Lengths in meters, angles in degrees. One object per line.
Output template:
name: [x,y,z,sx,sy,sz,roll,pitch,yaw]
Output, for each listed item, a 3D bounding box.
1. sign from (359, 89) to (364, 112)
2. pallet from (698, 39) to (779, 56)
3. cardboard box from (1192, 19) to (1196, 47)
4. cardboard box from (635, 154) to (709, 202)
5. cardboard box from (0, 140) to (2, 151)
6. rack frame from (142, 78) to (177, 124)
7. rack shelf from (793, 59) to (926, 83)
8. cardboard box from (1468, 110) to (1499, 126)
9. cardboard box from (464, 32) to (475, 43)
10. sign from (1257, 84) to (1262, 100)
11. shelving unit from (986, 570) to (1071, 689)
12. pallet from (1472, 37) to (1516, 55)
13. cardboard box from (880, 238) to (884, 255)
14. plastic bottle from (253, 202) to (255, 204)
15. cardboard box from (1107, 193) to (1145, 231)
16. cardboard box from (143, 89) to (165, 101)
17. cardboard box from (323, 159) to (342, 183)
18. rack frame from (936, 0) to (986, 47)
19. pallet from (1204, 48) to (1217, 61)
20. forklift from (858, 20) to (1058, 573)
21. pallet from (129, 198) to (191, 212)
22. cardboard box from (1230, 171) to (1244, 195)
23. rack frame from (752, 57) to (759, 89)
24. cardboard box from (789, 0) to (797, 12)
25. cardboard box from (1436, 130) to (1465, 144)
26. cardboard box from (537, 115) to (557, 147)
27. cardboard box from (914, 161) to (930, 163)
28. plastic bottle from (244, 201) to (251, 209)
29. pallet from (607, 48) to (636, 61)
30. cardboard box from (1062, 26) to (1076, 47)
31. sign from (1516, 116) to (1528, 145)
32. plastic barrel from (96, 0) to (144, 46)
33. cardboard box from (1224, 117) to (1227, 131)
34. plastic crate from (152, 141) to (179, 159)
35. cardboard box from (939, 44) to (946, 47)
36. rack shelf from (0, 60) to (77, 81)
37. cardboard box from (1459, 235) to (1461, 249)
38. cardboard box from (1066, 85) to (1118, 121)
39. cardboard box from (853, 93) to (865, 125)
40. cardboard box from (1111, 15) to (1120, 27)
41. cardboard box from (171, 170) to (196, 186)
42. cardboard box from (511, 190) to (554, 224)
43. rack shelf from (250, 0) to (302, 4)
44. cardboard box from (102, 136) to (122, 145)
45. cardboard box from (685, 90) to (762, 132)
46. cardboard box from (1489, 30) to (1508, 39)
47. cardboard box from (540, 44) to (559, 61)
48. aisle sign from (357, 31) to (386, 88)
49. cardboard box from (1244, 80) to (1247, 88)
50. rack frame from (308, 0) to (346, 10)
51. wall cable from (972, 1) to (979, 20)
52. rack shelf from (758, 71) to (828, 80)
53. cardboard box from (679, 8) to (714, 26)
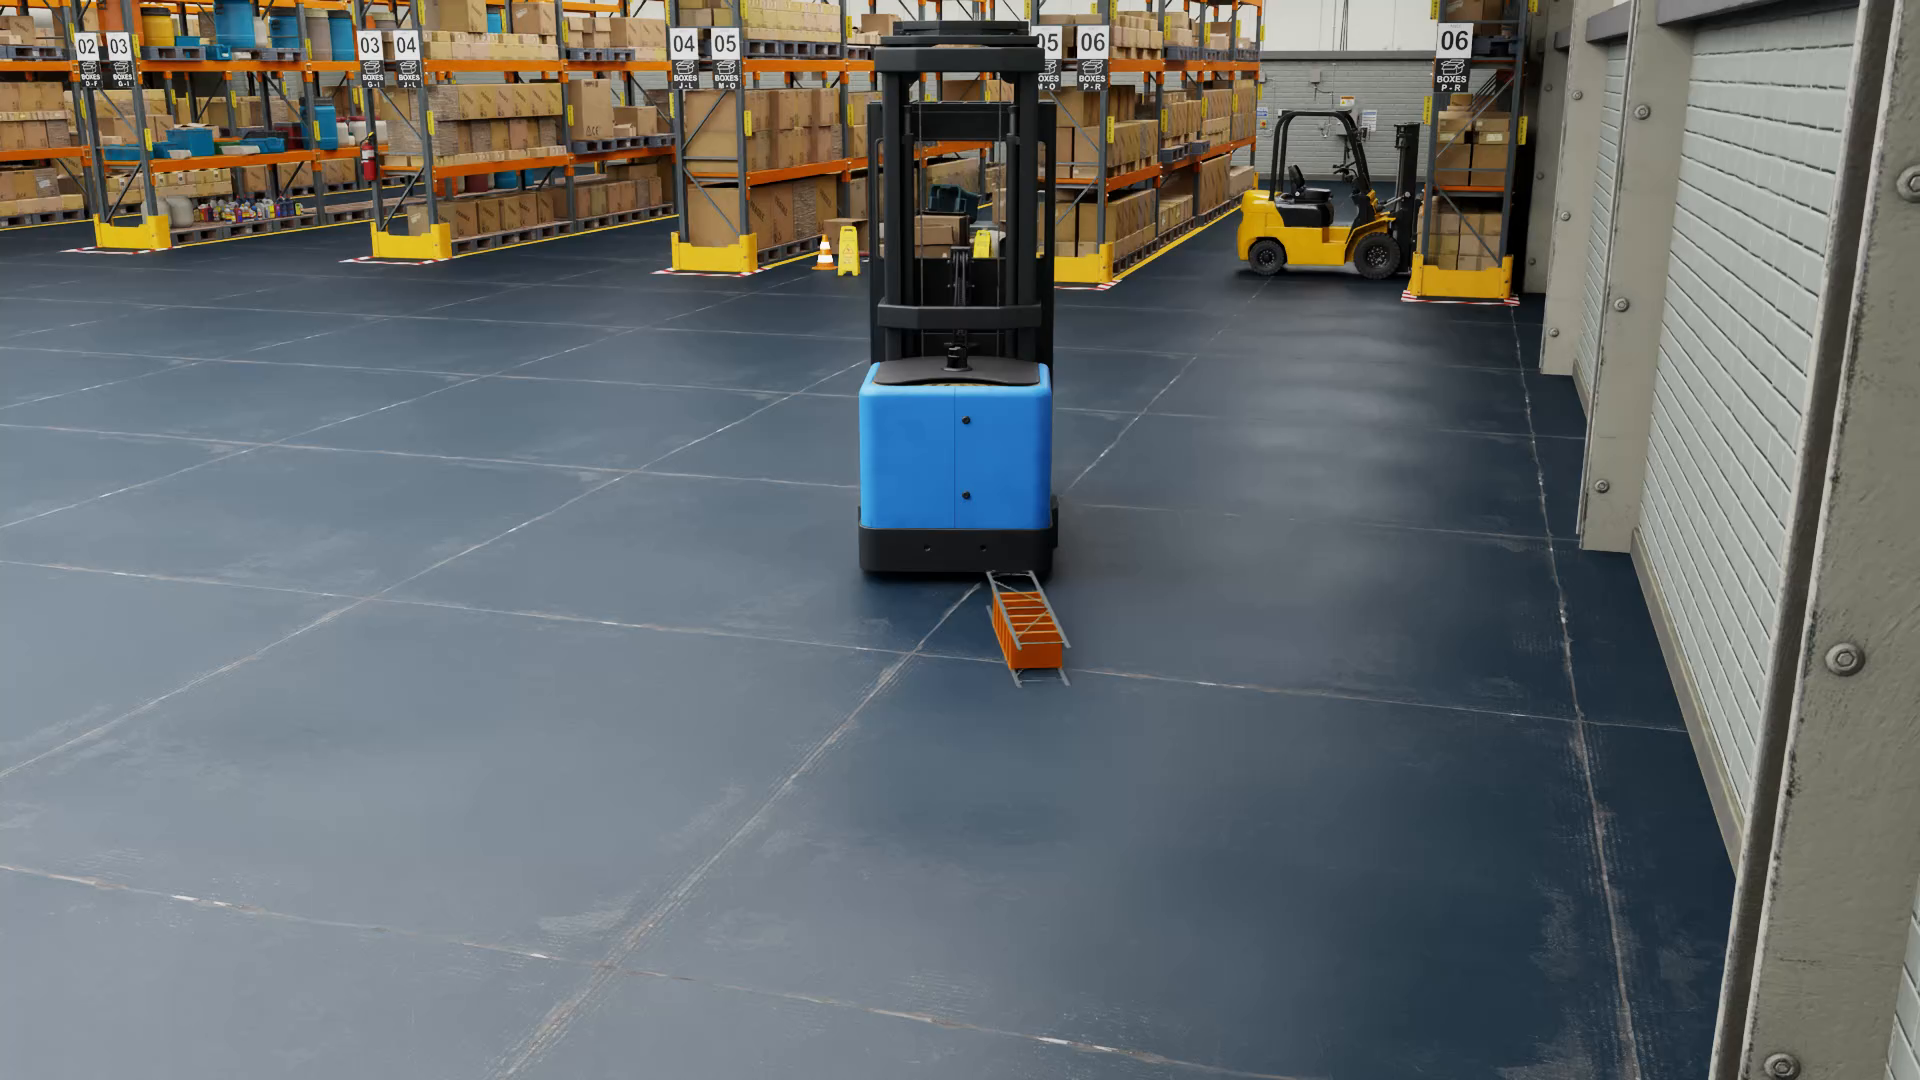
sign: [-8.640,-6.367,24.080,0.100,0.325,0.005,5,16,16]
pallet: [-3.186,-6.794,22.951,1.003,0.211,1.213,5,16,16]
cardboard box: [3.761,-8.901,29.265,0.700,0.500,0.500,4,16,13]
cardboard box: [-5.624,-7.062,32.353,1.225,0.875,0.875,4,16,13]
cardboard box: [-17.028,-6.954,28.665,0.700,0.500,0.500,5,17,18]
rack frame: [-18.950,-9.902,39.242,1.000,3.000,0.127,5,16,16]
rack shelf: [-1.681,-7.866,27.885,1.077,0.370,4.000,5,16,16]
cardboard box: [8.718,-6.923,27.788,0.500,0.500,0.500,5,17,18]
cardboard box: [-7.475,-7.492,24.792,0.380,0.149,0.250,5,16,16]
sign: [6.451,-9.653,35.808,0.100,0.325,0.005,5,16,16]
shelving unit: [0.315,0.412,8.020,0.258,0.189,1.200,-2,16,-6]
pallet: [6.719,-6.361,21.424,1.003,0.211,1.213,5,16,16]
cardboard box: [-0.972,-4.337,24.635,0.396,0.266,0.258,8,18,25]
plastic bottle: [-11.931,-5.586,28.197,0.061,0.283,0.133,5,16,16]
cardboard box: [2.327,-4.686,23.747,0.500,0.500,0.500,6,17,19]
cardboard box: [-18.838,-10.321,38.582,0.500,0.250,0.500,5,17,17]
cardboard box: [-14.214,-8.248,37.185,0.500,0.500,0.500,5,16,16]
rack frame: [0.024,-11.224,32.911,1.000,3.000,0.127,5,16,16]
pallet: [3.794,-8.459,29.005,1.213,0.211,1.003,5,17,18]
forklift: [0.019,-1.580,10.028,1.130,2.935,3.031,0,16,2]
pallet: [-15.957,-6.600,32.712,1.003,0.211,1.213,5,16,16]
cardboard box: [5.334,-7.341,34.138,0.875,0.438,0.875,4,16,14]
rack frame: [-4.703,-8.749,35.179,1.000,3.000,0.127,5,16,16]
cardboard box: [-2.552,-7.617,23.736,0.380,0.149,0.250,5,17,17]
cardboard box: [5.978,-4.930,20.342,0.380,0.149,0.250,5,17,17]
cardboard box: [-7.164,-6.735,27.348,0.875,0.500,0.500,5,16,16]
cardboard box: [-0.877,-7.116,31.858,0.500,0.250,0.500,5,17,17]
plastic bottle: [-12.278,-5.713,28.669,0.097,0.271,0.097,0,16,0]
pallet: [-6.407,-8.434,28.914,1.213,0.211,1.003,5,16,16]
cardboard box: [1.275,-6.510,21.518,0.500,0.250,0.500,4,16,15]
sign: [6.679,-4.867,19.761,0.100,0.325,0.005,5,16,16]
plastic barrel: [-12.846,-7.983,25.423,0.600,0.830,0.708,5,16,16]
cardboard box: [4.771,-7.884,31.486,0.500,0.250,0.500,5,17,17]
plastic crate: [-12.817,-6.246,26.626,0.499,0.251,0.408,5,16,16]
cardboard box: [-0.560,-9.043,30.535,0.500,0.500,0.500,5,16,16]
rack shelf: [-17.042,-7.999,28.356,1.077,0.370,4.000,5,16,16]
cardboard box: [6.613,-3.816,21.140,0.500,0.250,0.500,4,16,15]
cardboard box: [1.857,-6.201,23.633,0.700,0.500,0.500,4,16,15]
cardboard box: [-1.970,-7.040,27.135,0.700,0.500,0.500,4,16,15]
cardboard box: [1.871,-6.752,21.640,0.380,0.149,0.250,5,16,16]
cardboard box: [-15.537,-7.197,32.947,0.500,0.311,0.500,5,16,16]
cardboard box: [-7.129,-5.554,27.726,0.500,0.500,0.500,4,16,14]
rack shelf: [-12.294,-8.865,26.644,1.077,0.370,4.000,5,16,16]
cardboard box: [-16.026,-7.521,31.308,0.380,0.149,0.250,5,16,16]
cardboard box: [-3.244,-5.885,22.825,0.875,0.550,0.550,5,16,16]
cardboard box: [7.714,-7.283,24.020,0.380,0.149,0.250,5,16,16]
cardboard box: [-6.856,-7.888,26.920,0.500,0.250,0.500,5,17,18]
aisle sign: [-8.419,-6.868,23.781,0.394,0.787,0.004,5,16,16]
cardboard box: [5.715,-9.421,34.343,0.380,0.149,0.250,5,17,17]
rack frame: [-14.200,-12.405,37.073,1.000,3.000,0.127,5,16,16]
wall cable: [1.345,-15.442,41.884,2.277,5.999,0.120,5,16,16]
rack shelf: [-4.135,-10.370,36.713,1.077,0.370,4.000,5,16,16]
cardboard box: [-3.515,-7.113,22.689,0.500,0.250,0.500,5,17,17]
